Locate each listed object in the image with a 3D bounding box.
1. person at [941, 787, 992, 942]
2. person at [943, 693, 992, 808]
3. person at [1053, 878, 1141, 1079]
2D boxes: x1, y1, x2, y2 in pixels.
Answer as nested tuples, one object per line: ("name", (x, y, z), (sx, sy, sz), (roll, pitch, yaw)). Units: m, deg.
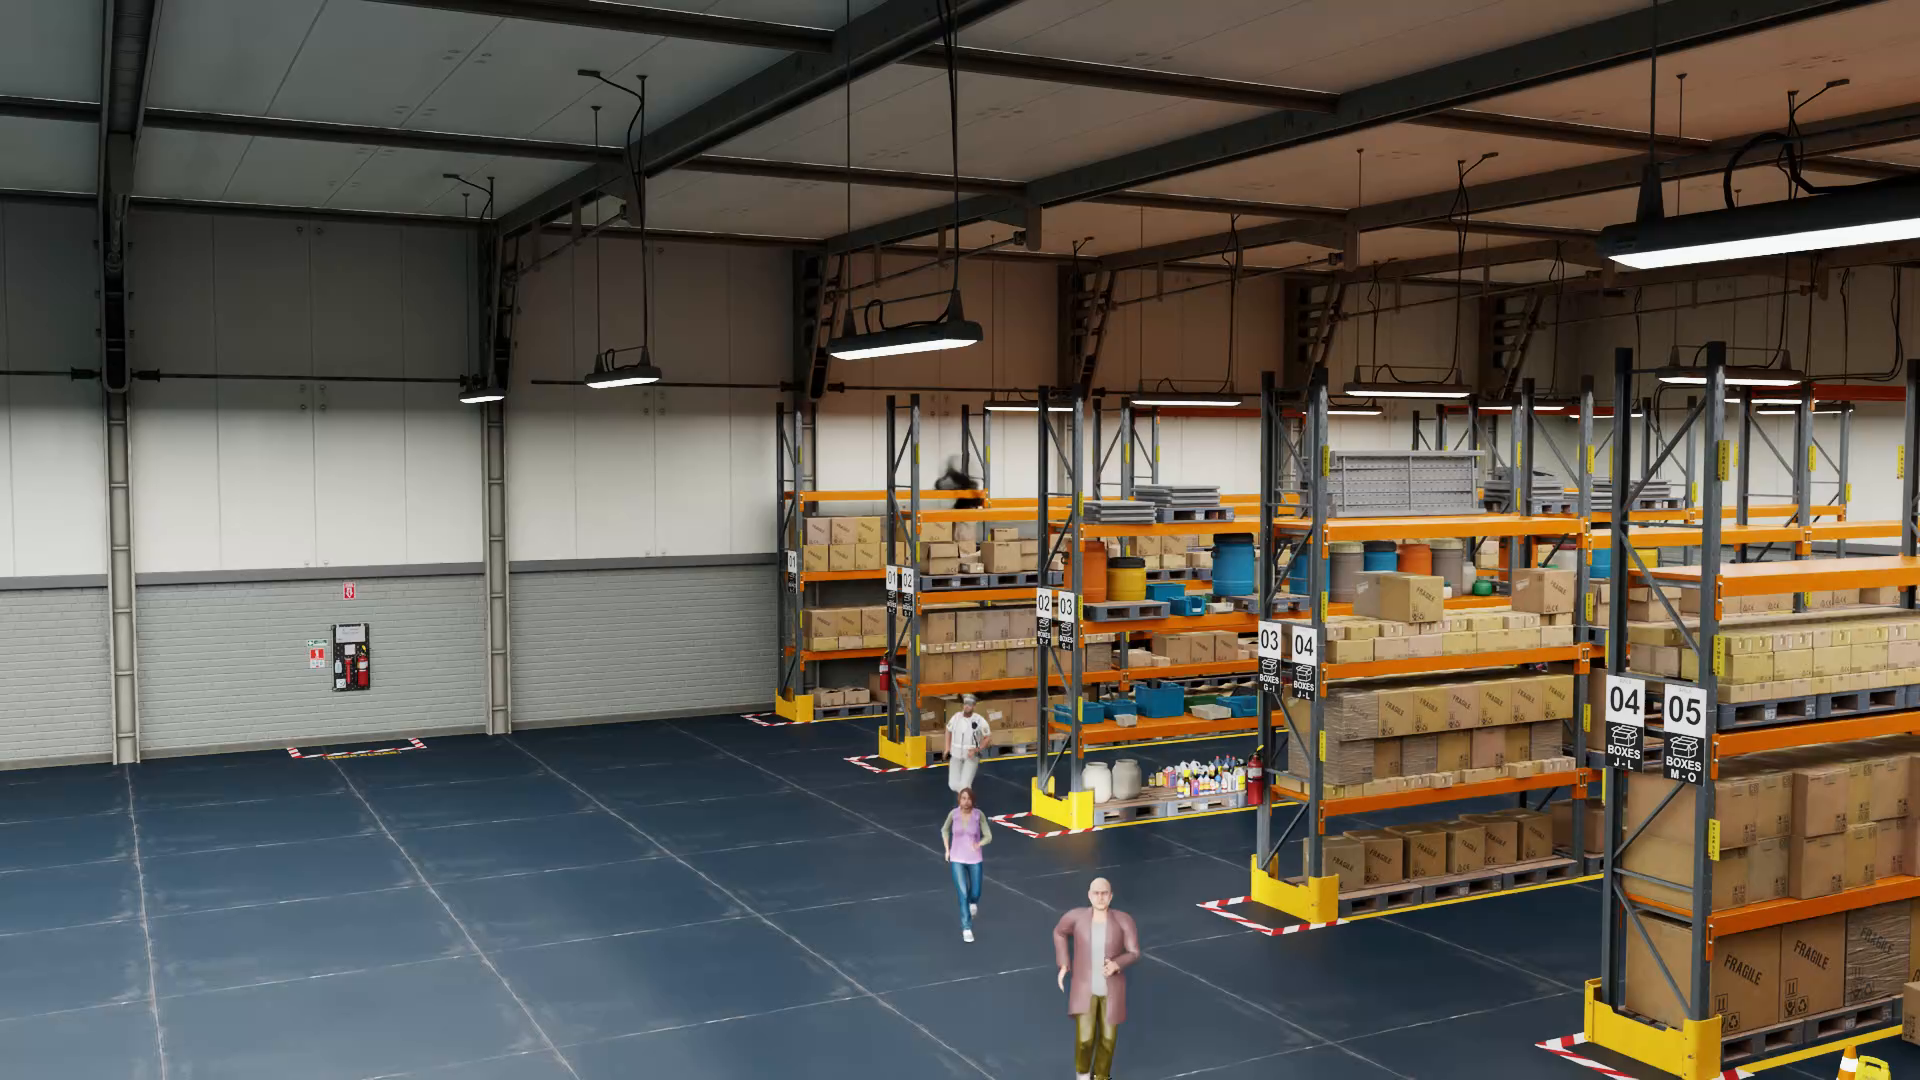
("person", (0.067, 3.379, 17.553), (0.538, 1.568, 0.736), (0, 3, 1))
("person", (0.100, 2.989, 23.251), (0.693, 1.721, 0.619), (1, 3, 15))
("person", (1.078, 3.535, 13.059), (0.683, 1.749, 0.712), (0, 3, 2))
